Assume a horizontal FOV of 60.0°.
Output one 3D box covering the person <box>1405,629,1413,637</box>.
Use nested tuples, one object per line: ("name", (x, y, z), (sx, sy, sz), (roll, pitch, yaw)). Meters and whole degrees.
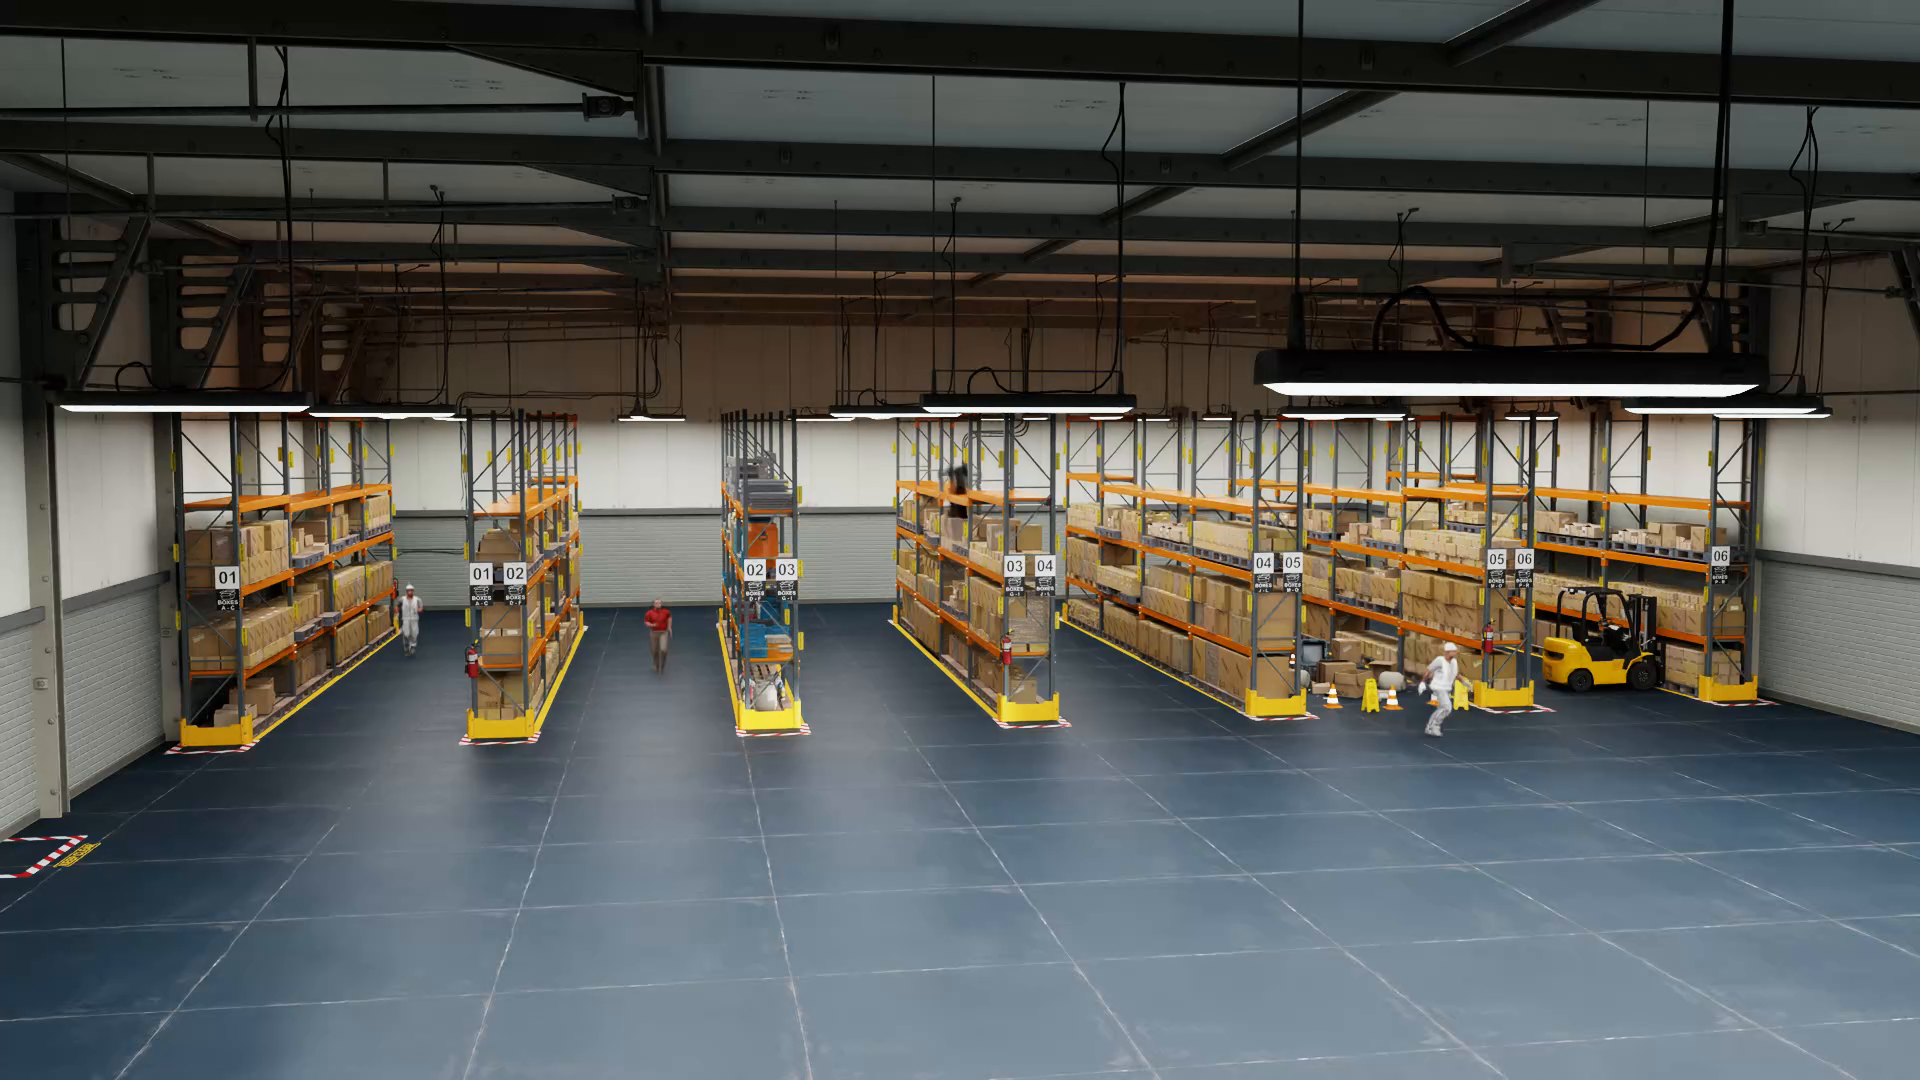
("person", (11.653, 1.930, 42.842), (0.608, 1.641, 0.717), (-2, 4, -22))

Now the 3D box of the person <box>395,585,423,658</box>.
("person", (-13.456, 1.993, 40.670), (0.649, 1.783, 0.698), (-2, 4, -22))

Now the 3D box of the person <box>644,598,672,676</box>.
("person", (-6.898, 2.224, 38.003), (0.611, 1.790, 0.855), (-1, 4, -9))

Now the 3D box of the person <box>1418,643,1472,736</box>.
("person", (8.856, 2.727, 30.281), (0.673, 1.724, 0.801), (-3, 5, -41))
